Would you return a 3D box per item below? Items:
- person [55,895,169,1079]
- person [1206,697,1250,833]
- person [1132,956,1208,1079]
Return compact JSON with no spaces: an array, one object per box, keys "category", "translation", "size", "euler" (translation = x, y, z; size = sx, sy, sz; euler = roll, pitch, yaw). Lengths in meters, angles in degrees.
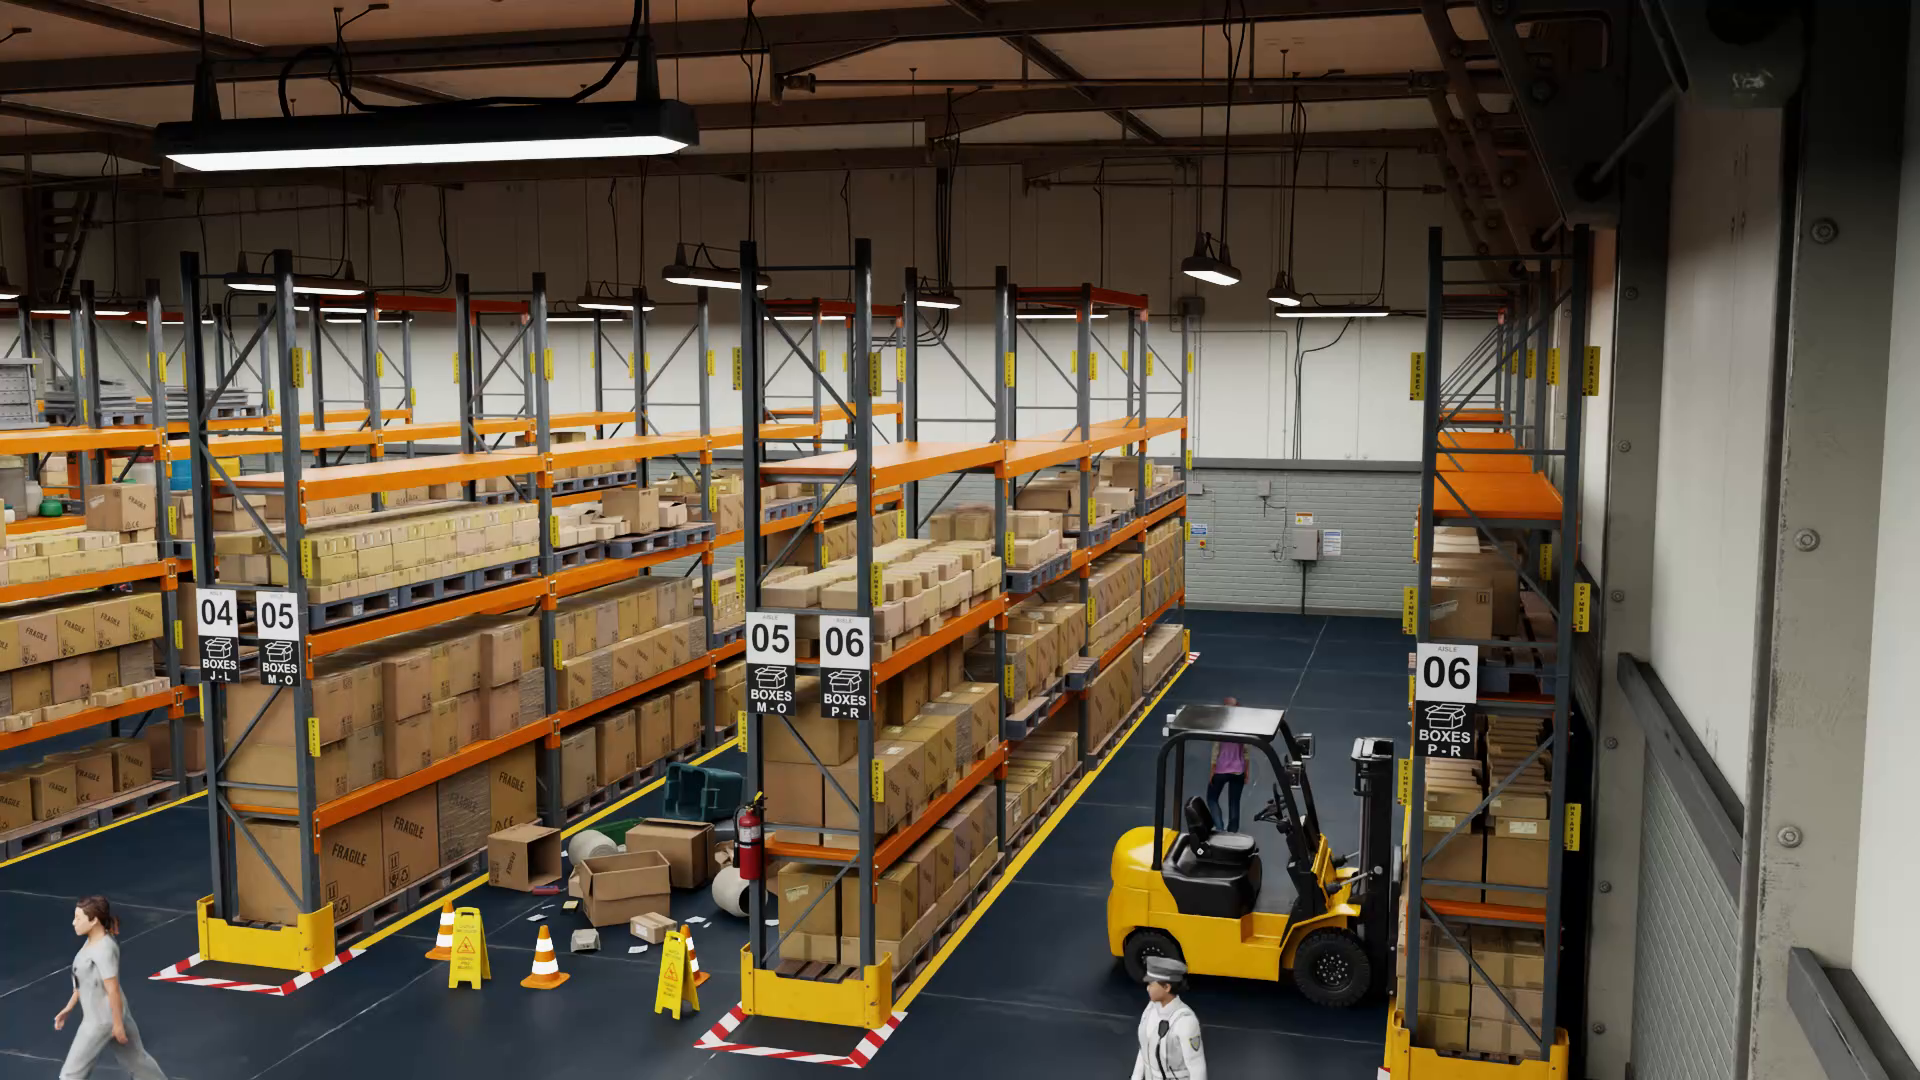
[{"category":"person","translation":[-5.690,3.128,10.889],"size":[1.031,1.613,0.493],"euler":[-3,7,-24]},{"category":"person","translation":[2.811,2.446,17.362],"size":[0.443,1.623,0.362],"euler":[-1,7,-12]},{"category":"person","translation":[1.164,3.266,9.673],"size":[0.644,1.672,0.591],"euler":[-2,7,-19]}]
